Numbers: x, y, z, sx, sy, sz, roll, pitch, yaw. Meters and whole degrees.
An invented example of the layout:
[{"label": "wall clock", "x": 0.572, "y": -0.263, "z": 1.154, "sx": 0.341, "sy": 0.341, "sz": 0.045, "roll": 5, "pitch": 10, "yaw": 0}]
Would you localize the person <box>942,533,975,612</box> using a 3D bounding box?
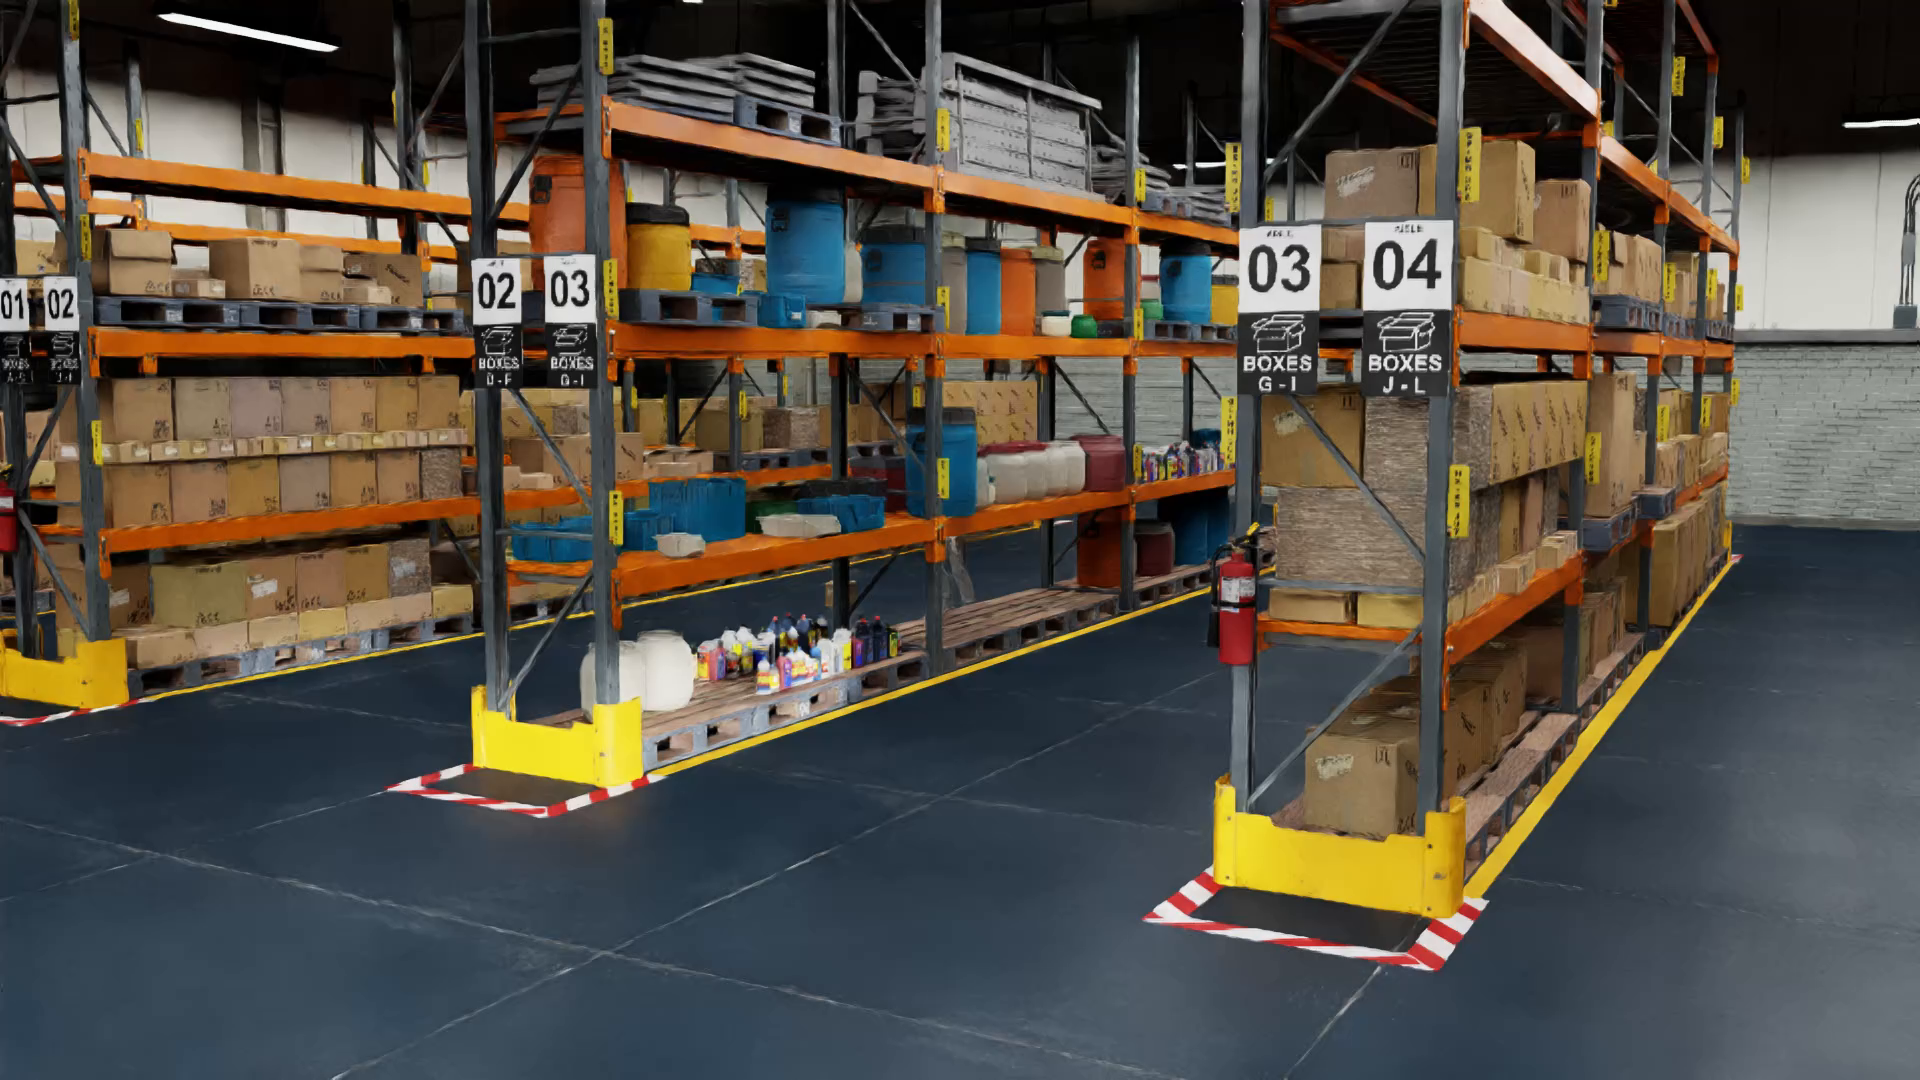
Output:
[{"label": "person", "x": -0.071, "y": -0.062, "z": 16.914, "sx": 0.494, "sy": 1.659, "sz": 0.489, "roll": 0, "pitch": 6, "yaw": 3}]
